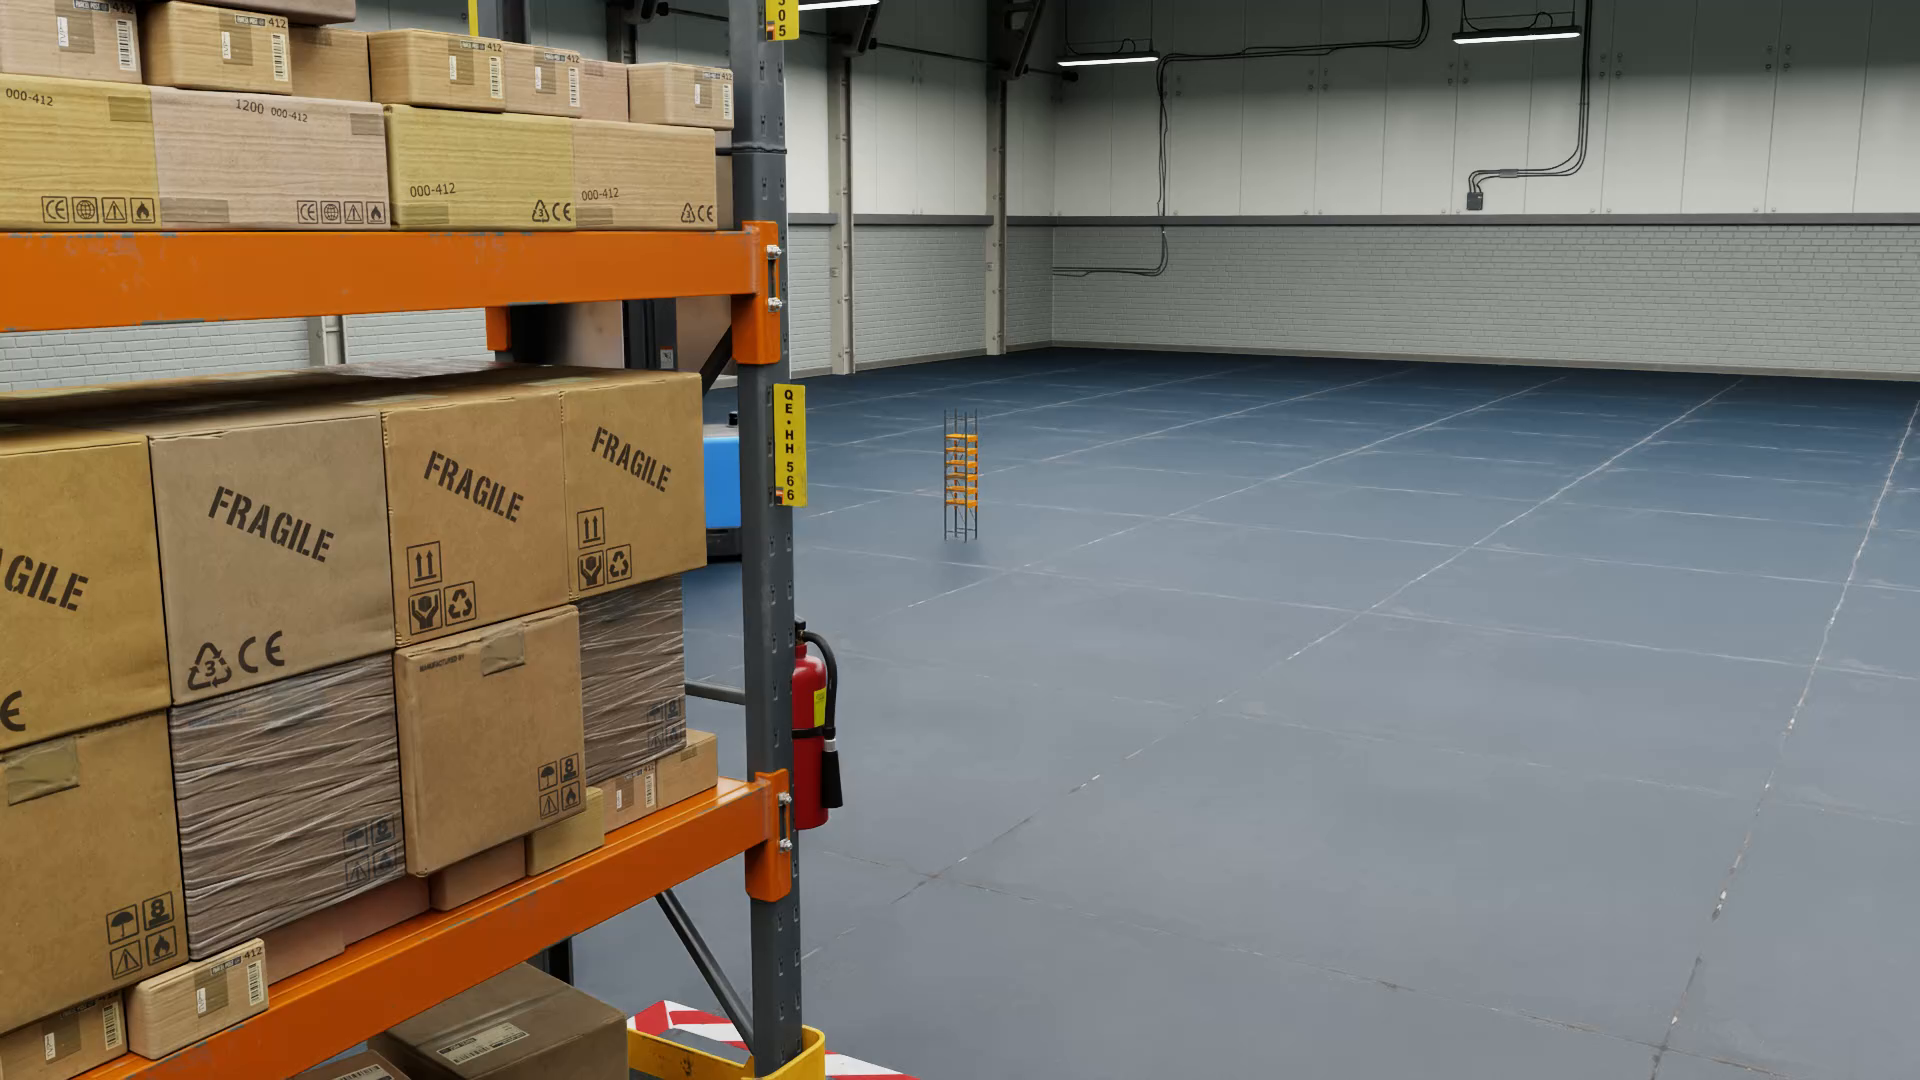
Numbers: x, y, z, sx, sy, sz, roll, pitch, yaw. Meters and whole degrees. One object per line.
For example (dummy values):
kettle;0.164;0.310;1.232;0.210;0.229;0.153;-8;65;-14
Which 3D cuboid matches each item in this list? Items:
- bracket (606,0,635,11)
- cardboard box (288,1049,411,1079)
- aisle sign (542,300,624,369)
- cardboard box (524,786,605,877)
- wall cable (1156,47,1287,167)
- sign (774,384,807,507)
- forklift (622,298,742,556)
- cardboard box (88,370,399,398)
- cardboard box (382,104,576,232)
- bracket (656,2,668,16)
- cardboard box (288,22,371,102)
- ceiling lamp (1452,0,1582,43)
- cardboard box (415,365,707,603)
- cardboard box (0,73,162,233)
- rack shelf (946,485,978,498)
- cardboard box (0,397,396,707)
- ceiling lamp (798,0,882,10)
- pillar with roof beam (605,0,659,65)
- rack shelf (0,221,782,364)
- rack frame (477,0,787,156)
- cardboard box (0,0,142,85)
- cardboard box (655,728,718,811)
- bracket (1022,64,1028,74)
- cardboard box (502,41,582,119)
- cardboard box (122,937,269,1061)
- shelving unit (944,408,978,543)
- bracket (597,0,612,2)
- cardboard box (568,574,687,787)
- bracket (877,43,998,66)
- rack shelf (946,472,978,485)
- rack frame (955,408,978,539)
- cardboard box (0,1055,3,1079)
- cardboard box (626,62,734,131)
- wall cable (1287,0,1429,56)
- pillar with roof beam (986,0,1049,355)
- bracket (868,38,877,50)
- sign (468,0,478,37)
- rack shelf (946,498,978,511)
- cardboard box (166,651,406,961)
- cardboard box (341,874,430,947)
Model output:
bracket;-5.330;-8.431;26.046;0.235;0.232;0.430;6;12;31
cardboard box;-1.537;1.632;4.032;0.500;0.500;0.500;-10;14;-43
aisle sign;-1.141;-0.900;4.842;0.394;0.787;0.004;6;12;31
cardboard box;-1.105;0.688;4.108;0.380;0.149;0.250;6;12;31
wall cable;5.784;-9.682;37.229;3.097;2.526;0.112;6;12;31
sign;-0.453;-0.252;4.440;0.100;0.325;0.005;6;12;31
forklift;-3.043;-1.293;14.191;3.031;2.935;1.130;-3;11;-15
cardboard box;-1.701;-0.132;4.008;0.500;0.500;0.500;6;12;31
cardboard box;-1.207;-0.806;3.658;0.500;0.250;0.500;6;12;31
bracket;-4.899;-8.561;26.743;0.235;0.232;0.430;6;12;31
cardboard box;-1.423;-0.955;3.373;0.380;0.149;0.250;7;12;31
ceiling lamp;9.182;-9.749;27.010;2.000;3.185;0.800;6;12;31
cardboard box;-0.991;-0.161;4.159;0.500;0.500;0.500;6;12;31
cardboard box;-1.737;-0.646;2.807;0.500;0.250;0.500;6;12;30
rack shelf;0.008;-0.430;15.182;0.258;0.103;0.180;6;12;31
cardboard box;-1.508;-0.003;3.317;0.500;0.500;0.500;6;12;31
ceiling lamp;-1.864;-9.023;23.128;2.000;3.185;0.800;6;12;31
pillar with roof beam;-1.738;-6.349;24.710;9.100;9.000;0.548;6;12;31
rack shelf;-1.955;-0.390;2.986;1.077;0.370;4.000;6;12;31
rack frame;-0.917;-2.533;4.324;1.000;3.000;0.127;6;12;31
cardboard box;-1.658;-0.864;2.889;0.380;0.149;0.250;6;12;28
cardboard box;-0.889;0.604;4.554;0.380;0.149;0.250;6;12;31
bracket;1.332;-10.448;36.824;0.235;0.232;0.430;6;12;31
cardboard box;-1.078;-1.024;3.740;0.380;0.149;0.250;6;12;28
cardboard box;-1.577;0.850;3.240;0.380;0.149;0.250;6;12;31
shelving unit;0.008;-0.592;15.152;0.258;1.200;0.189;6;12;31
bracket;-6.667;-8.025;23.882;0.076;0.066;4.783;6;12;31
cardboard box;-1.226;0.305;4.391;0.875;0.500;0.500;6;12;31
bracket;-0.437;-9.913;33.963;0.076;0.066;4.783;6;12;31
rack shelf;0.008;-0.548;15.160;0.258;0.103;0.180;6;12;31
rack frame;0.055;-0.606;15.229;0.240;1.200;0.006;6;12;31
cardboard box;-1.858;0.926;2.833;0.380;0.149;0.250;6;12;31
cardboard box;-0.794;-1.107;4.184;0.380;0.149;0.250;6;12;31
wall cable;8.429;-11.622;35.231;3.097;2.526;0.112;6;12;31
pillar with roof beam;4.492;-8.237;34.791;9.100;9.000;0.548;6;12;31
bracket;-1.784;-9.505;31.784;0.235;0.232;0.430;6;12;31
sign;-1.381;-1.540;4.796;0.100;0.325;0.005;6;12;31
rack shelf;0.008;-0.312;15.204;0.258;0.103;0.180;6;12;31
cardboard box;-1.680;0.469;3.512;0.875;0.500;0.500;6;12;31
cardboard box;-1.413;0.761;3.717;0.380;0.149;0.250;6;12;31
